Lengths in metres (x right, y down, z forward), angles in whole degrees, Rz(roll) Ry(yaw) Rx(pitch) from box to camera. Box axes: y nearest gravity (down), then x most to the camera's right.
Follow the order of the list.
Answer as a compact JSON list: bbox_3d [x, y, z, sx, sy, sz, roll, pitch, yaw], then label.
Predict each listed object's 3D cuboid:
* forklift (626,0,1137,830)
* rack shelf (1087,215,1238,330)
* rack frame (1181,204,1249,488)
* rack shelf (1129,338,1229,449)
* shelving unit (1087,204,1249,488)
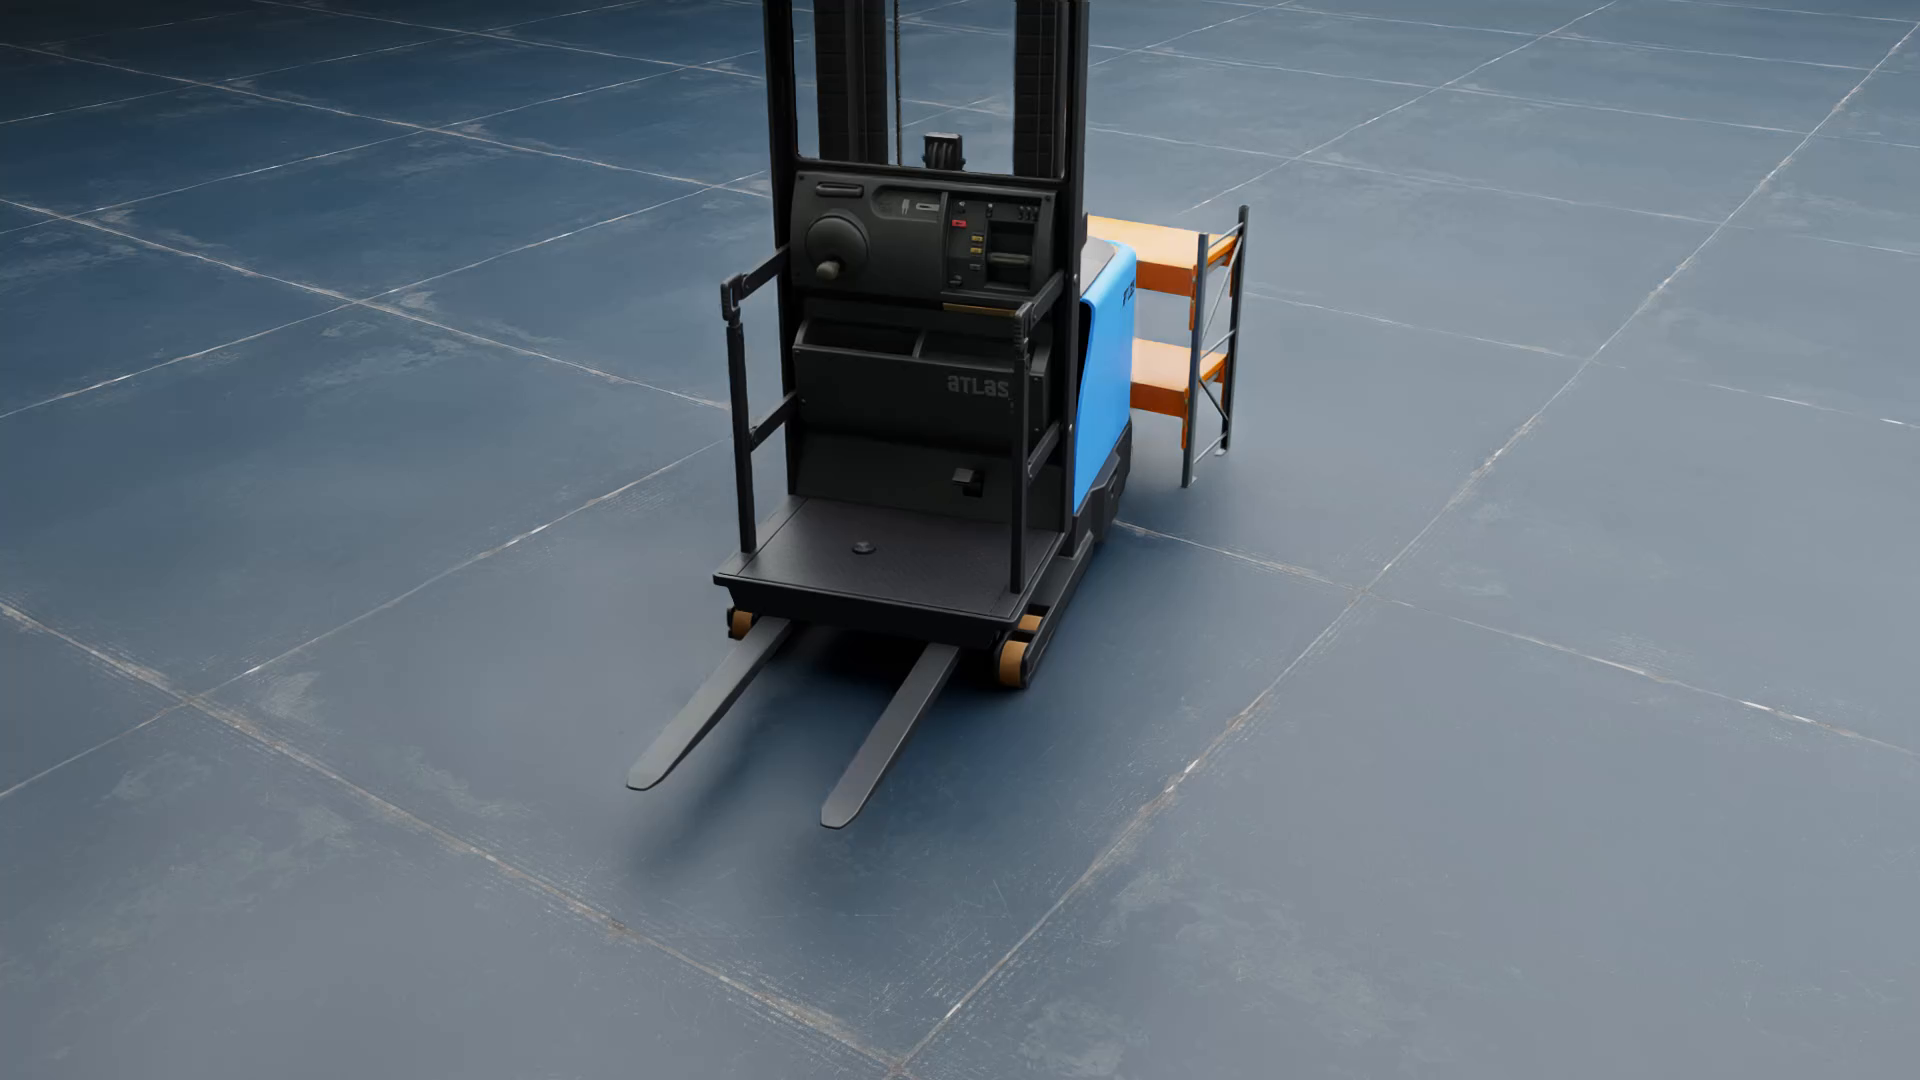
[{"bbox_3d":[-0.197,-0.998,5.479,1.130,2.935,3.031,8,28,16],"label":"forklift"},{"bbox_3d":[0.653,-1.203,7.227,1.000,0.278,0.538,14,30,26],"label":"rack shelf"},{"bbox_3d":[1.095,-0.828,7.137,0.032,1.125,0.500,14,30,26],"label":"rack frame"},{"bbox_3d":[0.653,-0.724,7.470,1.000,0.278,0.538,14,30,26],"label":"rack shelf"},{"bbox_3d":[0.653,-0.942,7.359,1.048,1.125,0.538,14,30,26],"label":"shelving unit"}]
